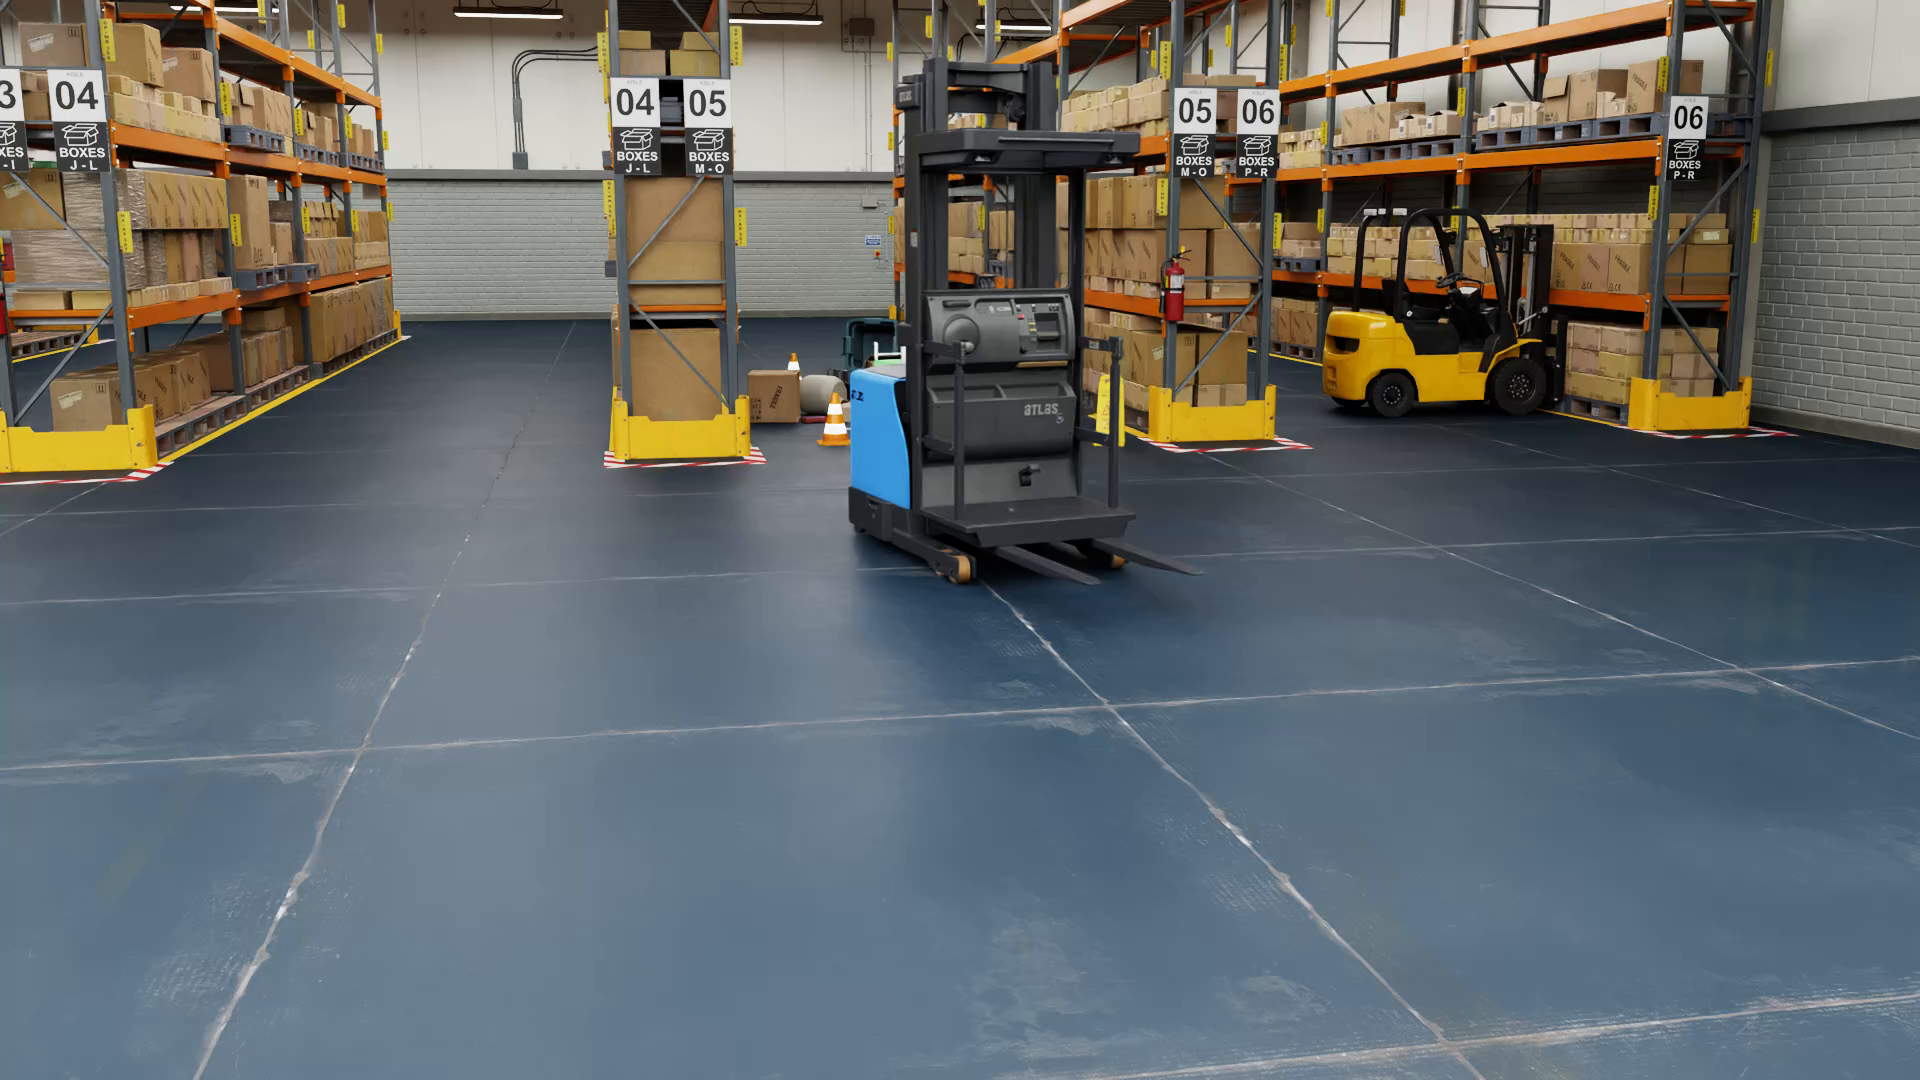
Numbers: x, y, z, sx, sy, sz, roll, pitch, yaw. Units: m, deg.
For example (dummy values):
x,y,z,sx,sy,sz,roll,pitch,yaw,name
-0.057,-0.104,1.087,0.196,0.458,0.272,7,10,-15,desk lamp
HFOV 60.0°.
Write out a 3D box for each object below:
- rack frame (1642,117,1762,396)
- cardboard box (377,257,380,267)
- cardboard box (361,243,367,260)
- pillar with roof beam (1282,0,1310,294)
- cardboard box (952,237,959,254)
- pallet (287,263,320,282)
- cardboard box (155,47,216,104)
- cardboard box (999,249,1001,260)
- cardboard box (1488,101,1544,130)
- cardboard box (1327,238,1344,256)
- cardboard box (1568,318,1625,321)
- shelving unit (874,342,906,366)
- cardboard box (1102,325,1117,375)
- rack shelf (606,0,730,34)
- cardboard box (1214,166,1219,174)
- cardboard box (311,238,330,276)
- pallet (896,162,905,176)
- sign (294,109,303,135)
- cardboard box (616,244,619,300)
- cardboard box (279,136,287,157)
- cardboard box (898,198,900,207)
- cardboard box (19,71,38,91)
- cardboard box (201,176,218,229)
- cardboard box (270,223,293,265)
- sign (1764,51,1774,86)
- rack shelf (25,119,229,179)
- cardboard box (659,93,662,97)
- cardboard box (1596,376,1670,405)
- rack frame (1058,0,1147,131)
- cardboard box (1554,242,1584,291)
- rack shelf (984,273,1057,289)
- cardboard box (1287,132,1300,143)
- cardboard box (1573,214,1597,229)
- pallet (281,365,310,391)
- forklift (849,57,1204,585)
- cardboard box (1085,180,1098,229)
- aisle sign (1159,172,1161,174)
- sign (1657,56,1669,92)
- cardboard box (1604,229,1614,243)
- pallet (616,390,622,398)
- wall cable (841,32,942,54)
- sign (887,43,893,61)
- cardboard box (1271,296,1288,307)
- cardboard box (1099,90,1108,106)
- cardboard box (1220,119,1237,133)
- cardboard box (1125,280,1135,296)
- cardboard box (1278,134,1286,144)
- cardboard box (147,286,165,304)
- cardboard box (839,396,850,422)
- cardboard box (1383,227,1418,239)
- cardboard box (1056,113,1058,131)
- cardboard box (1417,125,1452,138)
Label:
x,y,z,sx,sy,sz,roll,pitch,yaw,name
7.263,-2.602,16.346,1.000,3.000,0.127,-2,11,-11,rack frame
-9.795,-4.584,27.428,0.380,0.149,0.250,-2,11,-11,cardboard box
-9.587,-4.521,26.033,0.500,0.250,0.500,-2,11,-11,cardboard box
1.455,-7.754,27.369,9.100,9.000,0.400,-2,11,-11,pillar with roof beam
0.171,-4.422,24.972,0.500,0.250,0.500,-2,11,-13,cardboard box
-8.639,-3.307,20.561,1.213,0.211,1.003,-2,11,-11,pallet
-7.767,-4.635,16.606,0.500,0.500,0.500,-2,11,-13,cardboard box
0.741,-3.852,22.460,0.380,0.149,0.250,-3,11,-15,cardboard box
6.407,-4.860,19.032,0.500,0.311,0.500,-2,11,-10,cardboard box
5.529,-4.150,23.543,0.500,0.250,0.500,-2,11,-11,cardboard box
7.074,-2.322,18.430,0.500,0.250,0.500,-2,11,-12,cardboard box
-0.377,-0.736,11.353,0.258,1.200,0.503,-5,12,-24,shelving unit
1.787,-1.971,17.254,0.500,0.500,0.500,-2,11,-12,cardboard box
-2.830,-4.987,15.822,1.077,0.370,4.000,-2,11,-11,rack shelf
4.524,-6.254,28.179,0.380,0.149,0.250,-2,11,-11,cardboard box
-8.916,-3.864,22.710,0.500,0.500,0.500,-2,11,-12,cardboard box
-0.563,-6.650,29.827,1.003,0.211,1.213,-2,11,-11,pallet
-8.350,-5.275,20.983,0.100,0.325,0.005,-2,11,-11,sign
-2.686,-2.463,15.212,0.875,0.550,0.550,-2,11,-11,cardboard box
-8.439,-4.759,20.056,0.500,0.250,0.500,-2,11,-11,cardboard box
-0.920,-6.139,30.254,0.380,0.149,0.250,-2,11,-10,cardboard box
-7.686,-3.696,13.405,0.380,0.149,0.250,-2,11,-11,cardboard box
-7.648,-3.317,16.362,0.500,0.500,0.500,-2,11,-11,cardboard box
-8.531,-3.587,20.130,0.700,0.500,0.500,0,11,-3,cardboard box
7.808,-4.563,16.077,0.100,0.325,0.005,-2,11,-11,sign
-7.715,-3.548,15.215,1.077,0.370,4.000,-2,11,-11,rack shelf
-3.102,-4.380,15.878,0.500,0.250,0.500,-2,11,-10,cardboard box
6.861,-1.533,16.957,0.500,0.250,0.500,-2,11,-11,cardboard box
1.616,-6.102,18.688,1.000,3.000,0.127,-2,11,-11,rack frame
6.717,-2.922,17.756,0.500,0.500,0.500,-2,11,-12,cardboard box
1.227,-3.168,21.243,1.077,0.370,4.000,-2,11,-11,rack shelf
5.149,-6.055,25.006,0.380,0.149,0.250,-2,11,-12,cardboard box
6.695,-3.357,17.516,0.380,0.149,0.250,-2,11,-10,cardboard box
-8.732,-2.015,20.717,1.003,0.211,1.213,-2,11,-11,pallet
0.337,-1.283,9.596,1.130,2.935,3.031,-5,12,-24,forklift
1.638,-3.565,17.667,0.700,0.500,0.500,-2,11,-12,cardboard box
3.849,-6.816,31.531,0.394,0.787,0.004,-2,11,-11,aisle sign
6.728,-4.455,15.900,0.100,0.325,0.005,-2,11,-11,sign
6.851,-3.119,17.059,0.380,0.149,0.250,-2,11,-10,cardboard box
-3.148,-1.444,17.719,1.003,0.211,1.213,-2,11,-11,pallet
-1.362,-9.363,35.820,2.355,3.000,0.029,-2,11,-11,wall cable
-1.263,-8.820,30.049,0.100,0.325,0.005,-2,11,-11,sign
5.053,-3.787,26.401,0.380,0.149,0.250,-2,11,-9,cardboard box
1.665,-4.590,17.307,0.380,0.149,0.250,-2,11,-12,cardboard box
2.648,-3.844,15.519,0.380,0.149,0.250,-2,11,-11,cardboard box
1.845,-2.495,16.454,0.380,0.149,0.250,-2,11,-10,cardboard box
4.914,-6.204,25.732,0.380,0.149,0.250,-2,11,-11,cardboard box
-7.322,-2.182,14.812,0.380,0.149,0.250,-2,11,-11,cardboard box
-1.078,-1.365,17.157,0.396,0.266,0.258,0,11,-1,cardboard box
5.795,-4.037,21.884,0.380,0.149,0.250,-2,11,-13,cardboard box
1.361,-4.863,19.478,0.500,0.250,0.500,-2,11,-12,cardboard box
5.973,-5.132,20.897,0.380,0.149,0.250,-2,11,-11,cardboard box
